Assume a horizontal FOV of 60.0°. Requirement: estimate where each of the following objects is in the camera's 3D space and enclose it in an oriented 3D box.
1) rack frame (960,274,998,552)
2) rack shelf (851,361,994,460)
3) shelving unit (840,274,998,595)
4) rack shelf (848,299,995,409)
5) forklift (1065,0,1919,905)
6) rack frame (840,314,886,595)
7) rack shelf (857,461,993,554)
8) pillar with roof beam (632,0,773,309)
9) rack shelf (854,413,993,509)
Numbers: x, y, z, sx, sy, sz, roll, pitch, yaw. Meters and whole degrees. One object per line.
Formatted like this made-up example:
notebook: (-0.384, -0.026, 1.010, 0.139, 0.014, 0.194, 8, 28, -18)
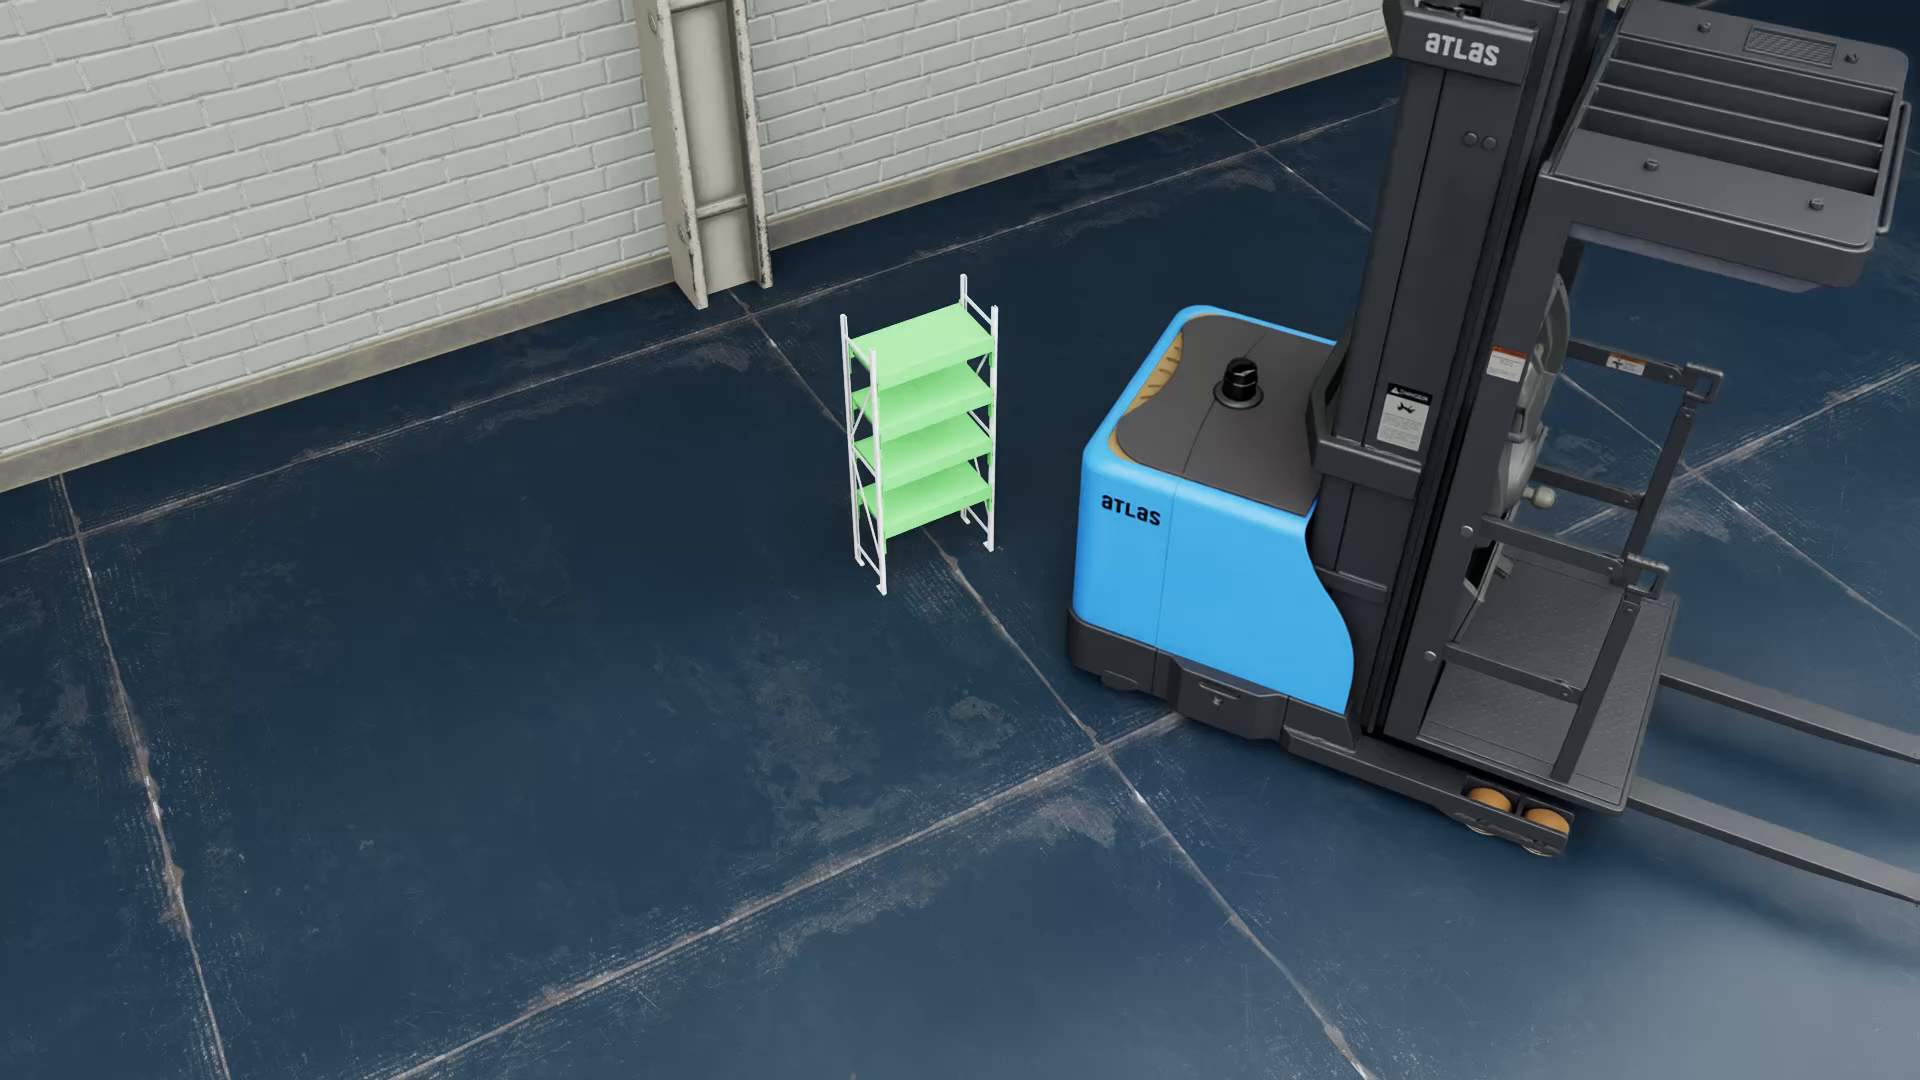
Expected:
rack frame: (0.068, -0.458, 6.360, 0.015, 1.200, 0.240, -22, 48, -21)
rack shelf: (-0.144, -0.499, 6.150, 0.480, 0.148, 0.258, -22, 48, -21)
shelving unit: (-0.144, -0.373, 6.273, 0.503, 1.200, 0.258, -22, 48, -21)
rack shelf: (-0.144, -0.672, 5.983, 0.480, 0.148, 0.258, -22, 48, -21)
forklift: (1.946, -0.406, 5.064, 3.031, 2.935, 1.130, 19, 47, 19)
rack frame: (-0.355, -0.288, 6.186, 0.015, 1.200, 0.240, -22, 48, -21)
rack shelf: (-0.144, -0.155, 6.485, 0.480, 0.148, 0.258, -22, 48, -21)
pillar with roof beam: (0.998, -1.881, 2.227, 0.400, 9.000, 9.100, -22, 48, -21)
rack shelf: (-0.144, -0.327, 6.317, 0.480, 0.148, 0.258, -22, 48, -21)
